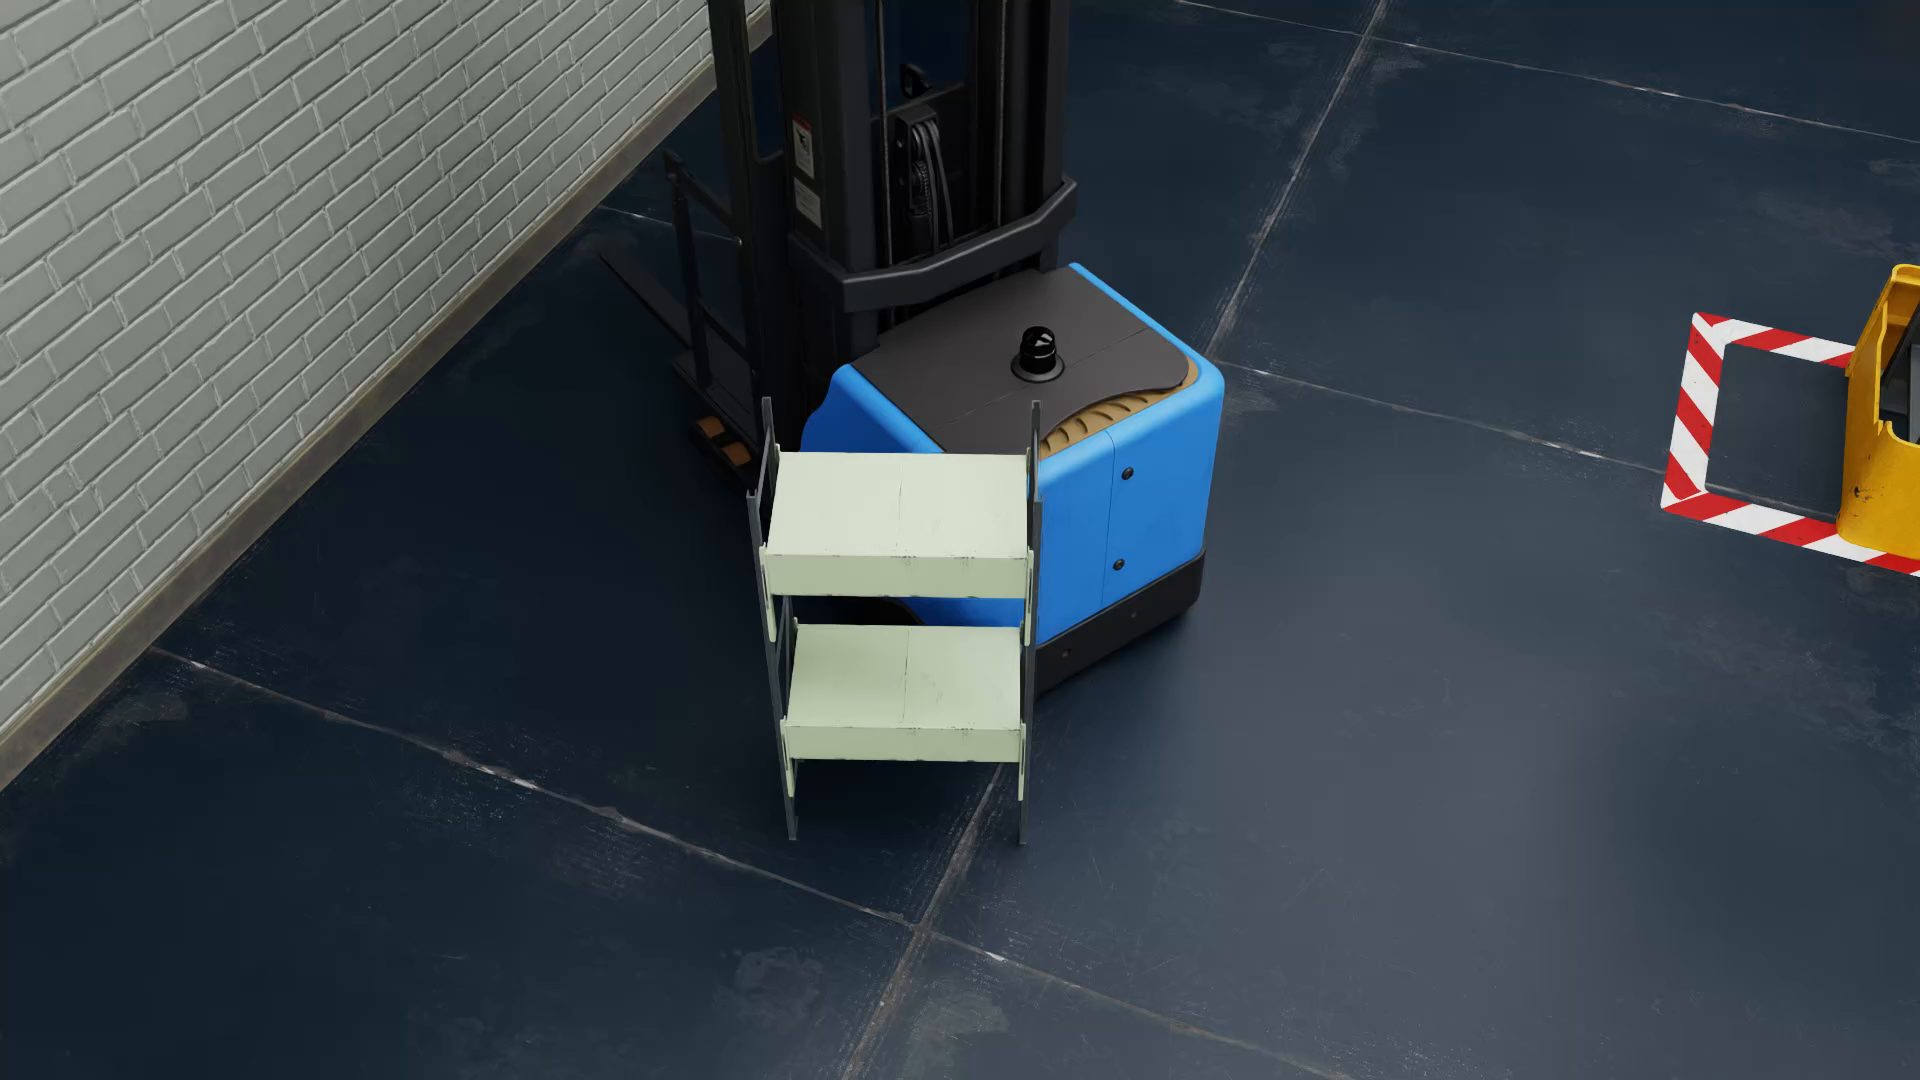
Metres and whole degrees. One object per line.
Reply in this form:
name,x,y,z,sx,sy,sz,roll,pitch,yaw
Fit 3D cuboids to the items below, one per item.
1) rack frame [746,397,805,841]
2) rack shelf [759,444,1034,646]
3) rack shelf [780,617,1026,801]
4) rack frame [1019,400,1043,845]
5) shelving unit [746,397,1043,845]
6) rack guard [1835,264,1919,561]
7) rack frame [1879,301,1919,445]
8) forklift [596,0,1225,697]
rack frame,-0.529,0.284,4.902,0.023,1.500,0.400,1,45,1
rack shelf,-0.163,0.012,4.621,0.720,0.370,0.431,1,45,1
rack shelf,-0.163,0.520,5.126,0.720,0.370,0.431,1,45,1
rack frame,0.203,0.294,4.891,0.023,1.500,0.400,1,45,1
shelving unit,-0.163,0.289,4.896,0.755,1.500,0.431,1,45,1
rack guard,3.674,-0.513,6.411,0.348,0.500,1.175,16,47,16
rack frame,3.696,-1.393,5.523,0.127,3.000,1.000,16,47,16
forklift,-0.417,-1.437,5.616,1.130,2.935,3.031,-27,51,-25
